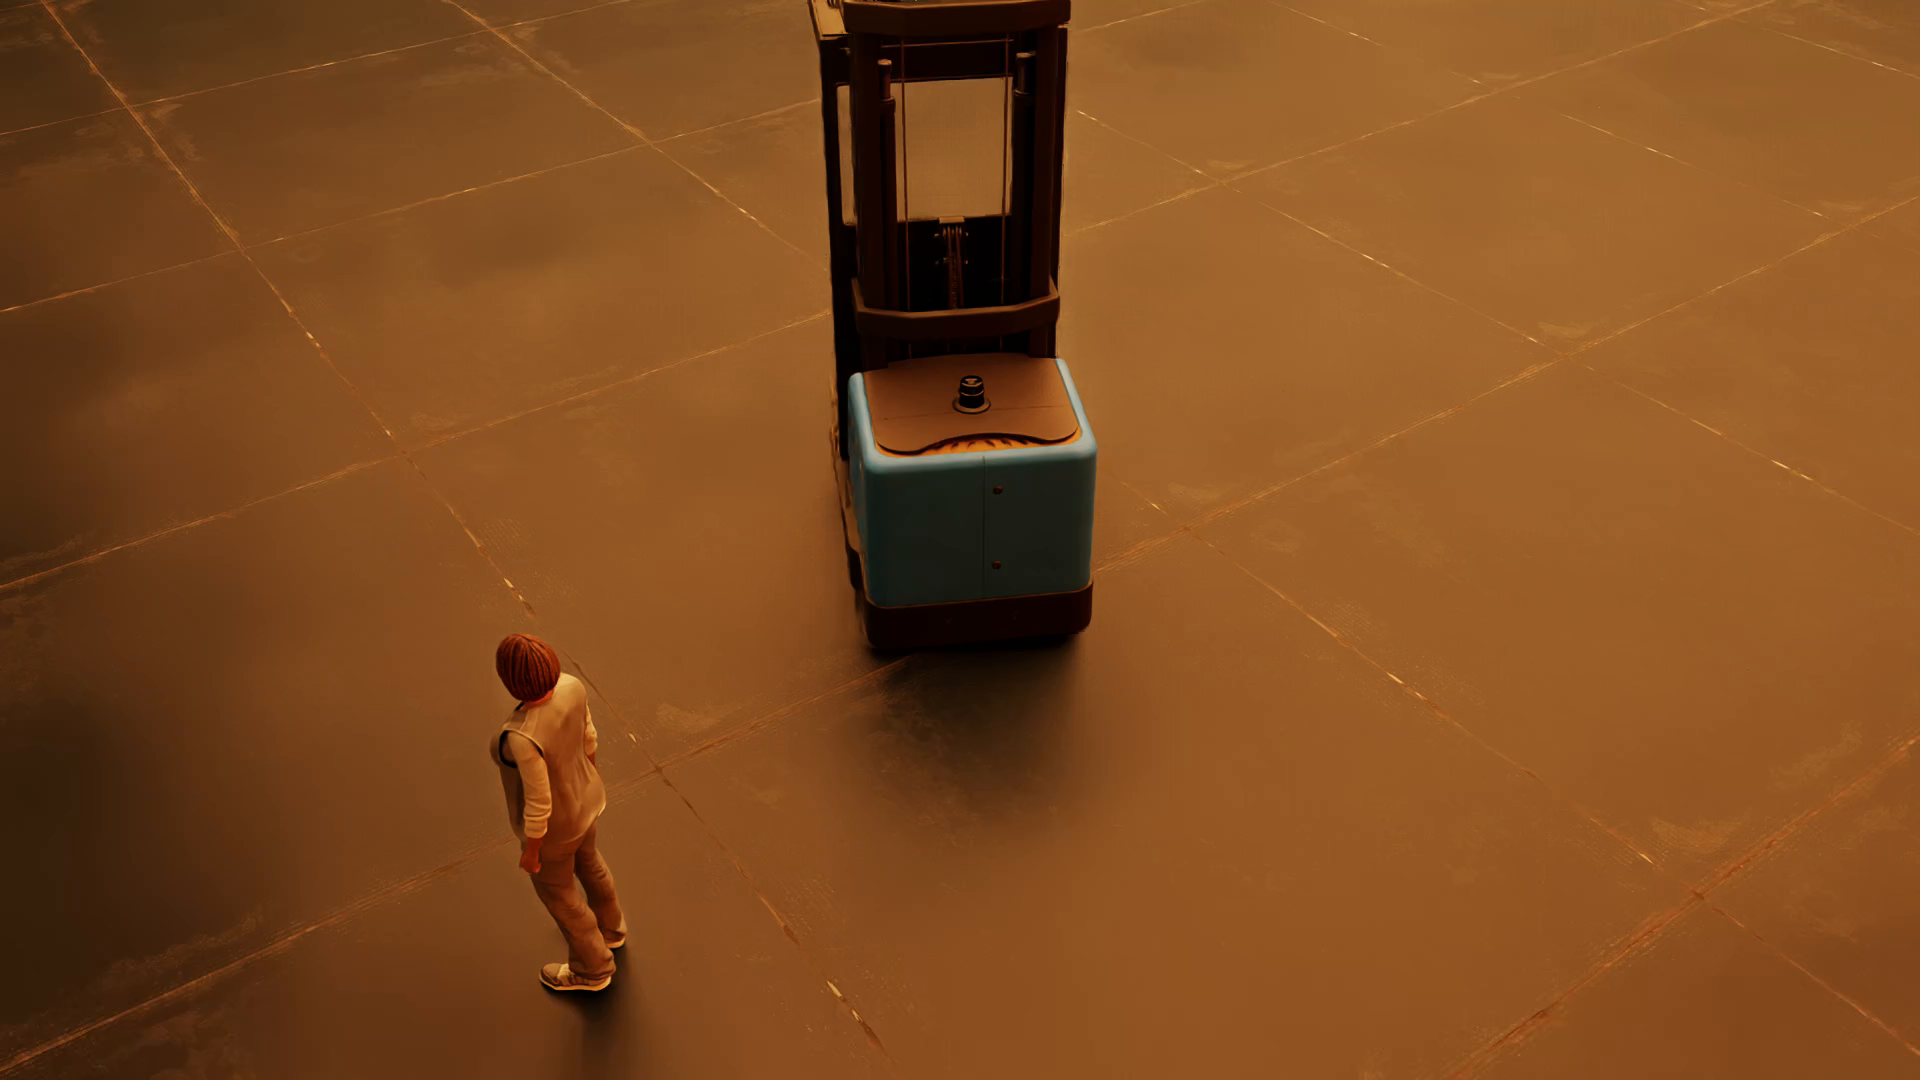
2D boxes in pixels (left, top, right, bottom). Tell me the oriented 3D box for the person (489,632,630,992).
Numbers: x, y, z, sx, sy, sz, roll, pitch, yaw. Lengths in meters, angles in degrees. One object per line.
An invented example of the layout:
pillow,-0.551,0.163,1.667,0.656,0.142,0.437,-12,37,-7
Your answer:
person,-1.398,0.950,5.779,0.316,1.603,0.405,11,38,14

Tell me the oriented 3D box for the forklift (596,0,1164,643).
forklift,-0.540,-1.387,7.821,3.031,2.935,1.130,22,42,27
